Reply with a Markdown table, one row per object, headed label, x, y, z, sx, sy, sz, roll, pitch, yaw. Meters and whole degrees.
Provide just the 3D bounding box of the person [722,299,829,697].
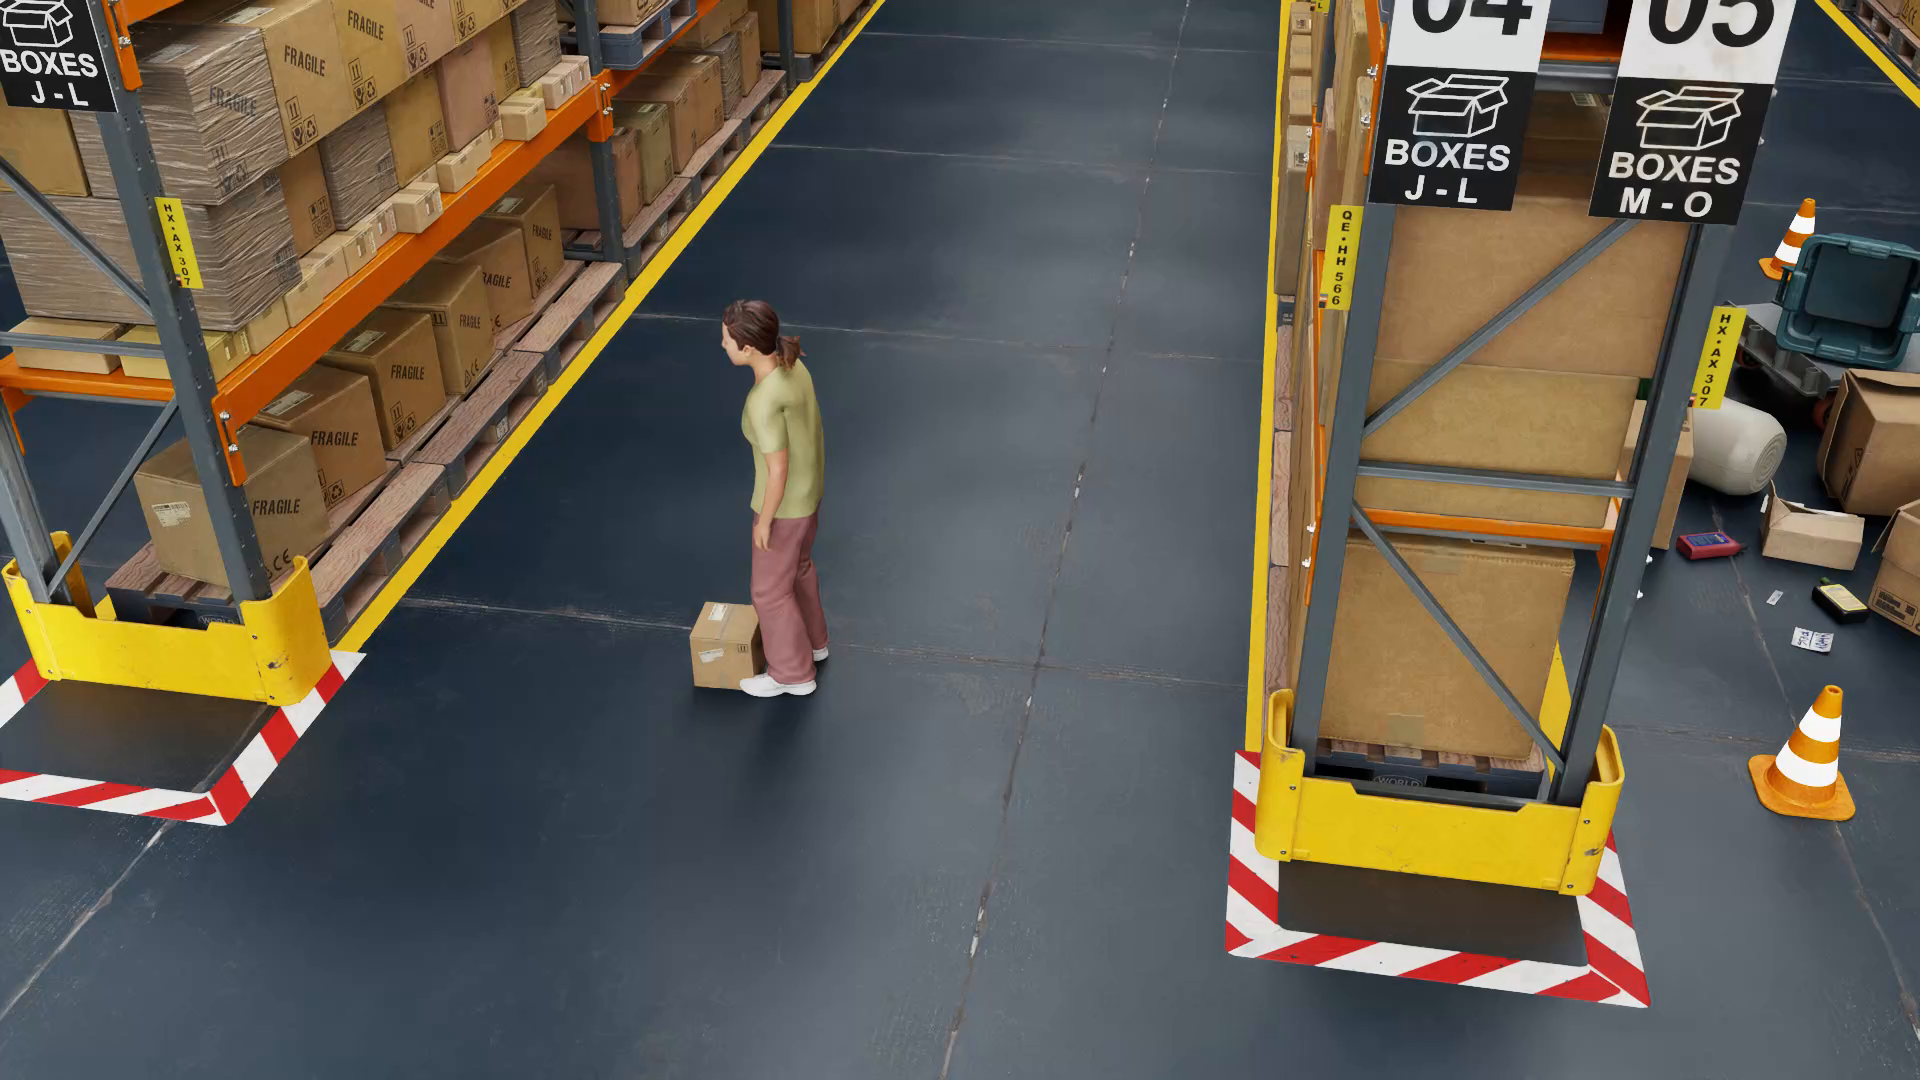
| label | x | y | z | sx | sy | sz | roll | pitch | yaw |
| --- | --- | --- | --- | --- | --- | --- | --- | --- | --- |
| person | -0.695 | -0.151 | 6.376 | 0.355 | 1.673 | 0.500 | 5 | 33 | 8 |
